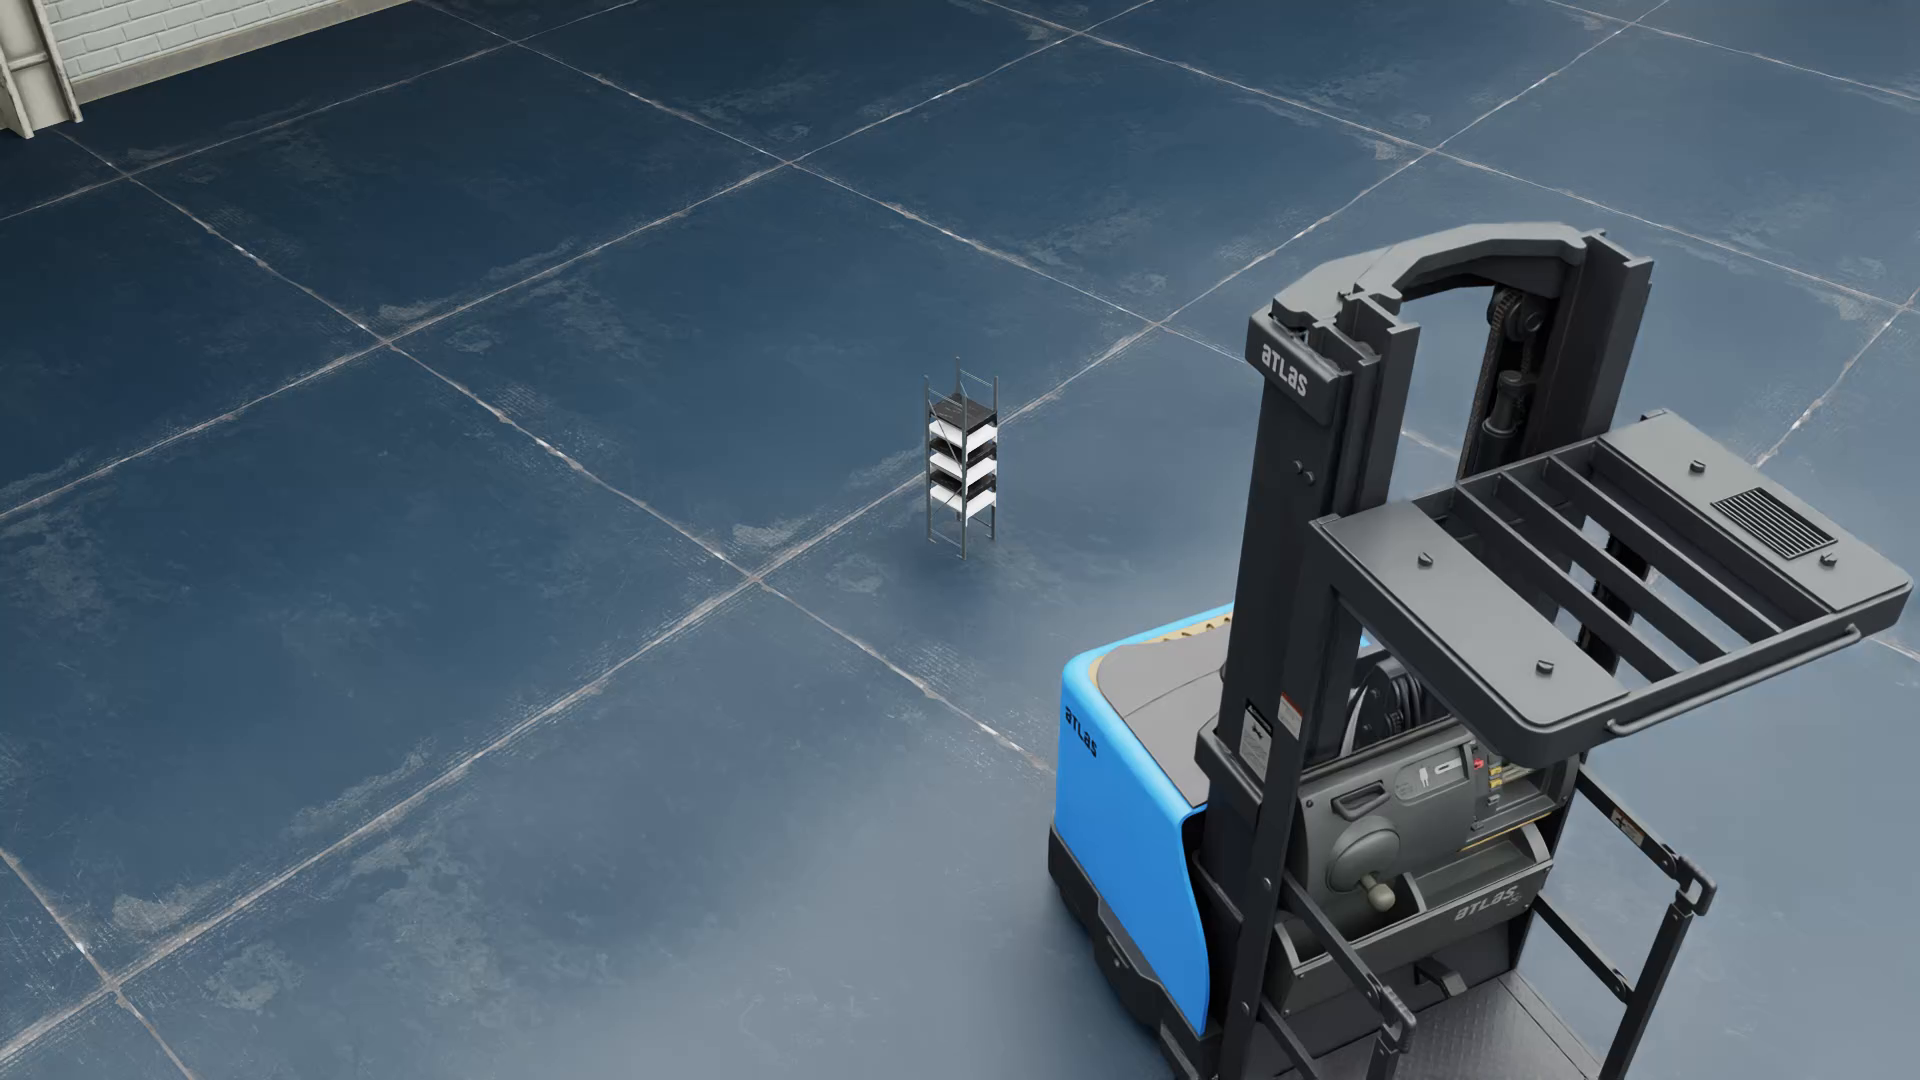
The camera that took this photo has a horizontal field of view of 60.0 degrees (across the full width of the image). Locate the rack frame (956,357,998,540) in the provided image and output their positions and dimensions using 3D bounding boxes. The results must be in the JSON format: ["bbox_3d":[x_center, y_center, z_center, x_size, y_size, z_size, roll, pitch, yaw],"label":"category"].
[{"bbox_3d":[0.074,-0.403,7.533,0.240,0.900,0.006,30,47,32],"label":"rack frame"}]

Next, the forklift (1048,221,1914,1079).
[{"bbox_3d":[1.418,0.786,4.407,1.130,2.935,3.031,-17,41,-20],"label":"forklift"}]

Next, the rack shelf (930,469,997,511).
[{"bbox_3d":[0.005,-0.259,7.551,0.258,0.077,0.200,30,47,32],"label":"rack shelf"}]

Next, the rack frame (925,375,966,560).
[{"bbox_3d":[-0.063,-0.309,7.416,0.240,0.900,0.006,30,47,32],"label":"rack frame"}]

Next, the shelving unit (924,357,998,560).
[{"bbox_3d":[0.005,-0.356,7.475,0.258,0.900,0.210,30,47,32],"label":"shelving unit"}]

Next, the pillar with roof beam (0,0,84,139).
[{"bbox_3d":[-3.050,-4.553,6.246,9.100,9.000,0.400,30,47,32],"label":"pillar with roof beam"}]

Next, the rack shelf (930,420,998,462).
[{"bbox_3d":[0.005,-0.471,7.383,0.258,0.077,0.200,30,47,32],"label":"rack shelf"}]

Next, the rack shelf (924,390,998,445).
[{"bbox_3d":[0.005,-0.541,7.327,0.258,0.077,0.200,30,47,32],"label":"rack shelf"}]

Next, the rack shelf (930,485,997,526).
[{"bbox_3d":[0.005,-0.189,7.607,0.258,0.077,0.200,30,47,32],"label":"rack shelf"}]

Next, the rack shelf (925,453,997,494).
[{"bbox_3d":[0.005,-0.330,7.495,0.258,0.077,0.200,30,47,32],"label":"rack shelf"}]

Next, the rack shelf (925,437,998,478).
[{"bbox_3d":[0.005,-0.400,7.439,0.258,0.077,0.200,30,47,32],"label":"rack shelf"}]
